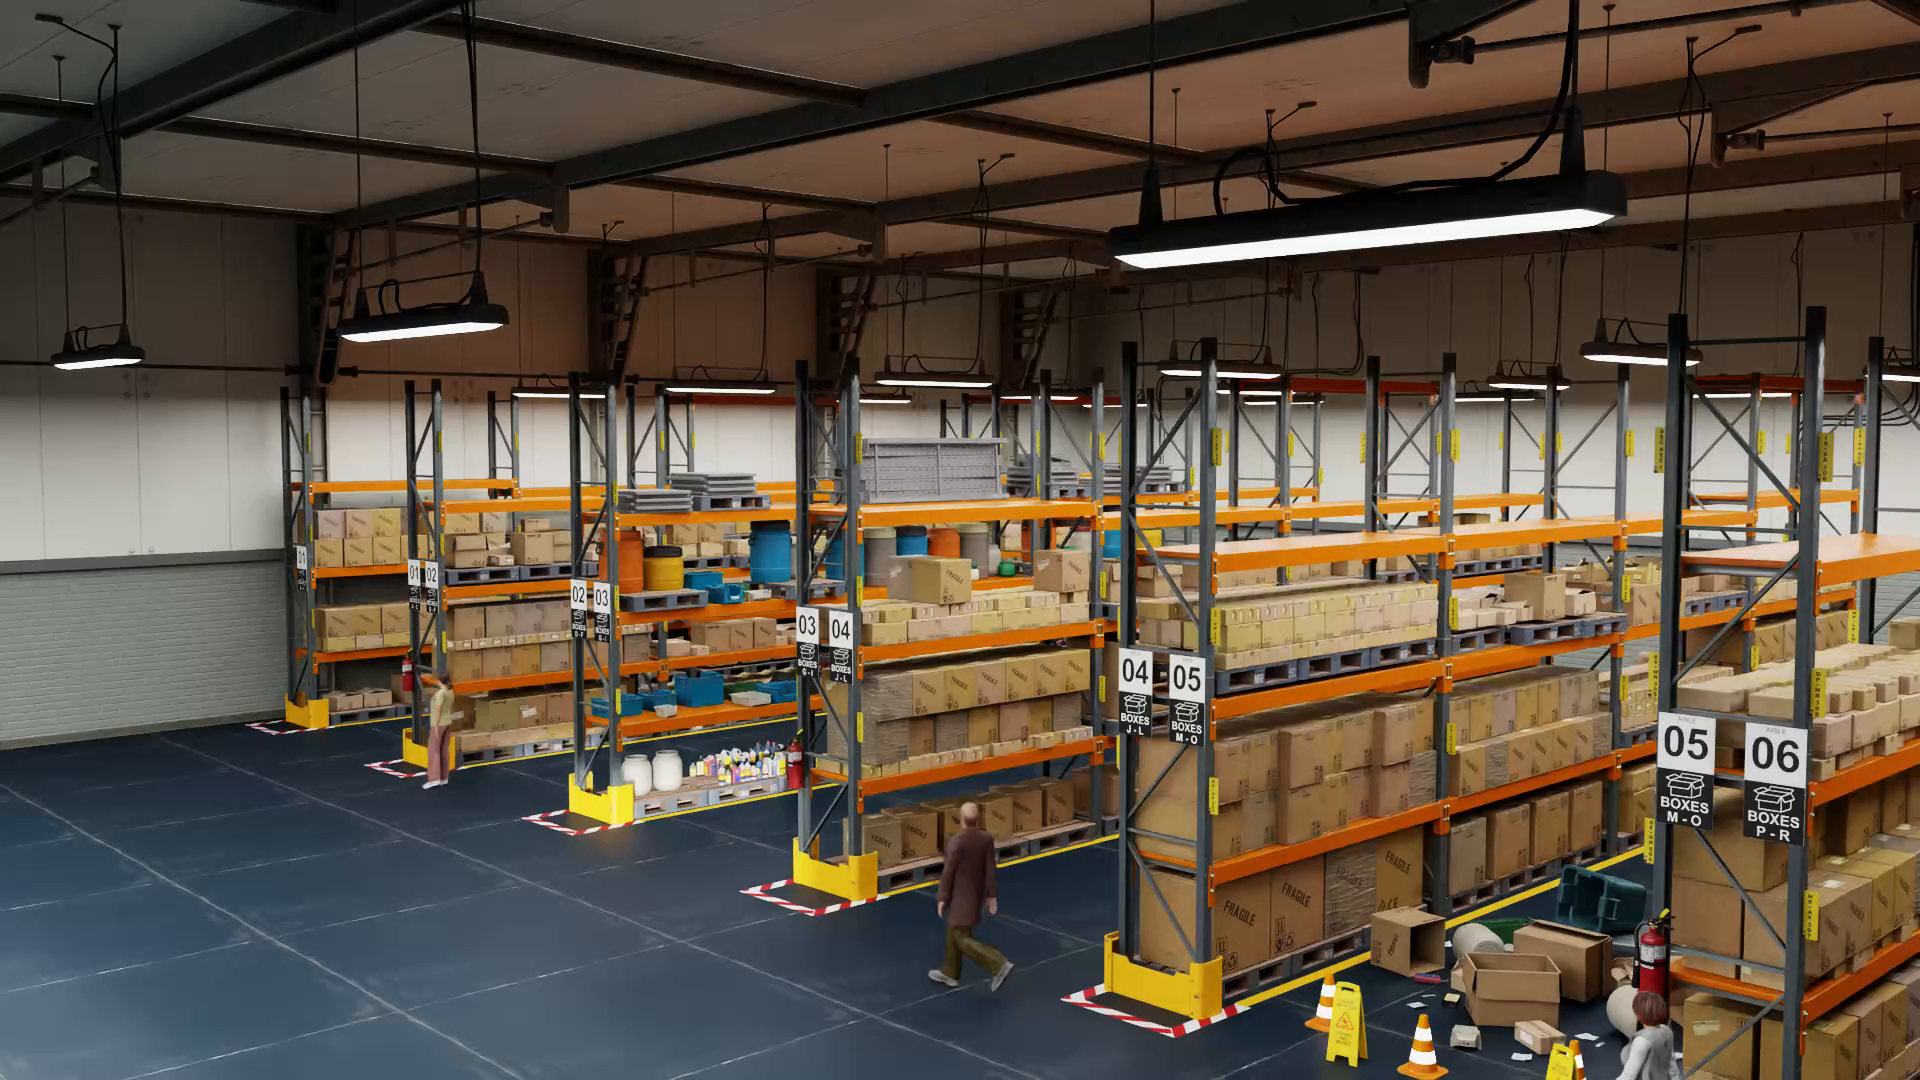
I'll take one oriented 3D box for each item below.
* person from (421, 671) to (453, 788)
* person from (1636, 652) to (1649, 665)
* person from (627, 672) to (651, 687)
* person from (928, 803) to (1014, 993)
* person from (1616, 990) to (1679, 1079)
[{"bbox_3d":[-7.645,2.778,24.428,0.394,1.712,0.512,1,4,12],"label":"person"},{"bbox_3d":[10.673,2.620,26.025,0.693,1.769,0.637,-3,5,-41],"label":"person"},{"bbox_3d":[-6.166,2.260,31.615,0.609,1.809,0.403,-3,5,-39],"label":"person"},{"bbox_3d":[0.085,3.405,15.383,0.952,1.555,0.546,1,4,20],"label":"person"},{"bbox_3d":[4.407,3.677,10.782,0.943,1.547,0.371,1,4,14],"label":"person"}]
